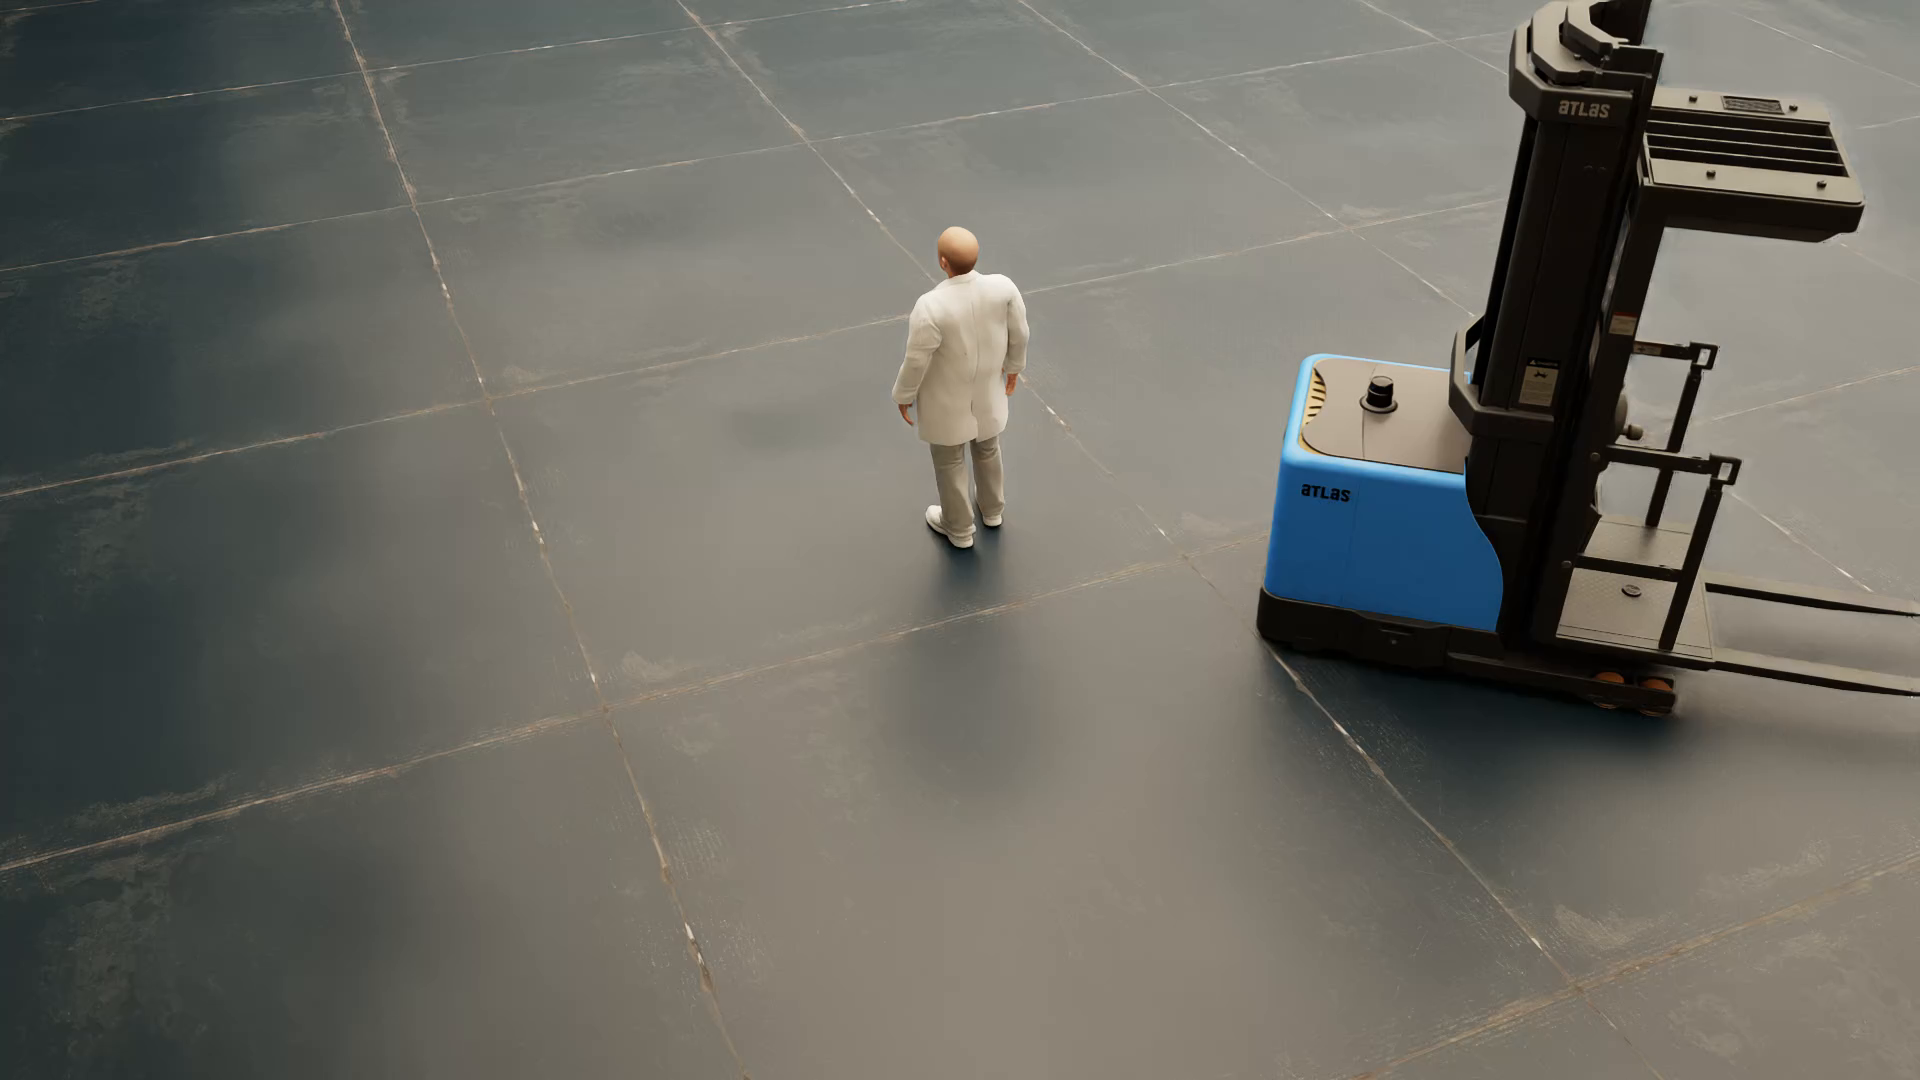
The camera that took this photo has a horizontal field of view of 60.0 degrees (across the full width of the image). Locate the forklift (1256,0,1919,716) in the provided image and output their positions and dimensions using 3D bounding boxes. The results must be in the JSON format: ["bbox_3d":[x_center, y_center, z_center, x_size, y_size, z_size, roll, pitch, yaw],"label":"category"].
[{"bbox_3d":[2.987,-0.742,7.142,3.031,2.935,1.130,9,36,12],"label":"forklift"}]

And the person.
[{"bbox_3d":[-0.031,-0.779,8.178,0.694,1.775,0.581,-14,38,-19],"label":"person"}]
